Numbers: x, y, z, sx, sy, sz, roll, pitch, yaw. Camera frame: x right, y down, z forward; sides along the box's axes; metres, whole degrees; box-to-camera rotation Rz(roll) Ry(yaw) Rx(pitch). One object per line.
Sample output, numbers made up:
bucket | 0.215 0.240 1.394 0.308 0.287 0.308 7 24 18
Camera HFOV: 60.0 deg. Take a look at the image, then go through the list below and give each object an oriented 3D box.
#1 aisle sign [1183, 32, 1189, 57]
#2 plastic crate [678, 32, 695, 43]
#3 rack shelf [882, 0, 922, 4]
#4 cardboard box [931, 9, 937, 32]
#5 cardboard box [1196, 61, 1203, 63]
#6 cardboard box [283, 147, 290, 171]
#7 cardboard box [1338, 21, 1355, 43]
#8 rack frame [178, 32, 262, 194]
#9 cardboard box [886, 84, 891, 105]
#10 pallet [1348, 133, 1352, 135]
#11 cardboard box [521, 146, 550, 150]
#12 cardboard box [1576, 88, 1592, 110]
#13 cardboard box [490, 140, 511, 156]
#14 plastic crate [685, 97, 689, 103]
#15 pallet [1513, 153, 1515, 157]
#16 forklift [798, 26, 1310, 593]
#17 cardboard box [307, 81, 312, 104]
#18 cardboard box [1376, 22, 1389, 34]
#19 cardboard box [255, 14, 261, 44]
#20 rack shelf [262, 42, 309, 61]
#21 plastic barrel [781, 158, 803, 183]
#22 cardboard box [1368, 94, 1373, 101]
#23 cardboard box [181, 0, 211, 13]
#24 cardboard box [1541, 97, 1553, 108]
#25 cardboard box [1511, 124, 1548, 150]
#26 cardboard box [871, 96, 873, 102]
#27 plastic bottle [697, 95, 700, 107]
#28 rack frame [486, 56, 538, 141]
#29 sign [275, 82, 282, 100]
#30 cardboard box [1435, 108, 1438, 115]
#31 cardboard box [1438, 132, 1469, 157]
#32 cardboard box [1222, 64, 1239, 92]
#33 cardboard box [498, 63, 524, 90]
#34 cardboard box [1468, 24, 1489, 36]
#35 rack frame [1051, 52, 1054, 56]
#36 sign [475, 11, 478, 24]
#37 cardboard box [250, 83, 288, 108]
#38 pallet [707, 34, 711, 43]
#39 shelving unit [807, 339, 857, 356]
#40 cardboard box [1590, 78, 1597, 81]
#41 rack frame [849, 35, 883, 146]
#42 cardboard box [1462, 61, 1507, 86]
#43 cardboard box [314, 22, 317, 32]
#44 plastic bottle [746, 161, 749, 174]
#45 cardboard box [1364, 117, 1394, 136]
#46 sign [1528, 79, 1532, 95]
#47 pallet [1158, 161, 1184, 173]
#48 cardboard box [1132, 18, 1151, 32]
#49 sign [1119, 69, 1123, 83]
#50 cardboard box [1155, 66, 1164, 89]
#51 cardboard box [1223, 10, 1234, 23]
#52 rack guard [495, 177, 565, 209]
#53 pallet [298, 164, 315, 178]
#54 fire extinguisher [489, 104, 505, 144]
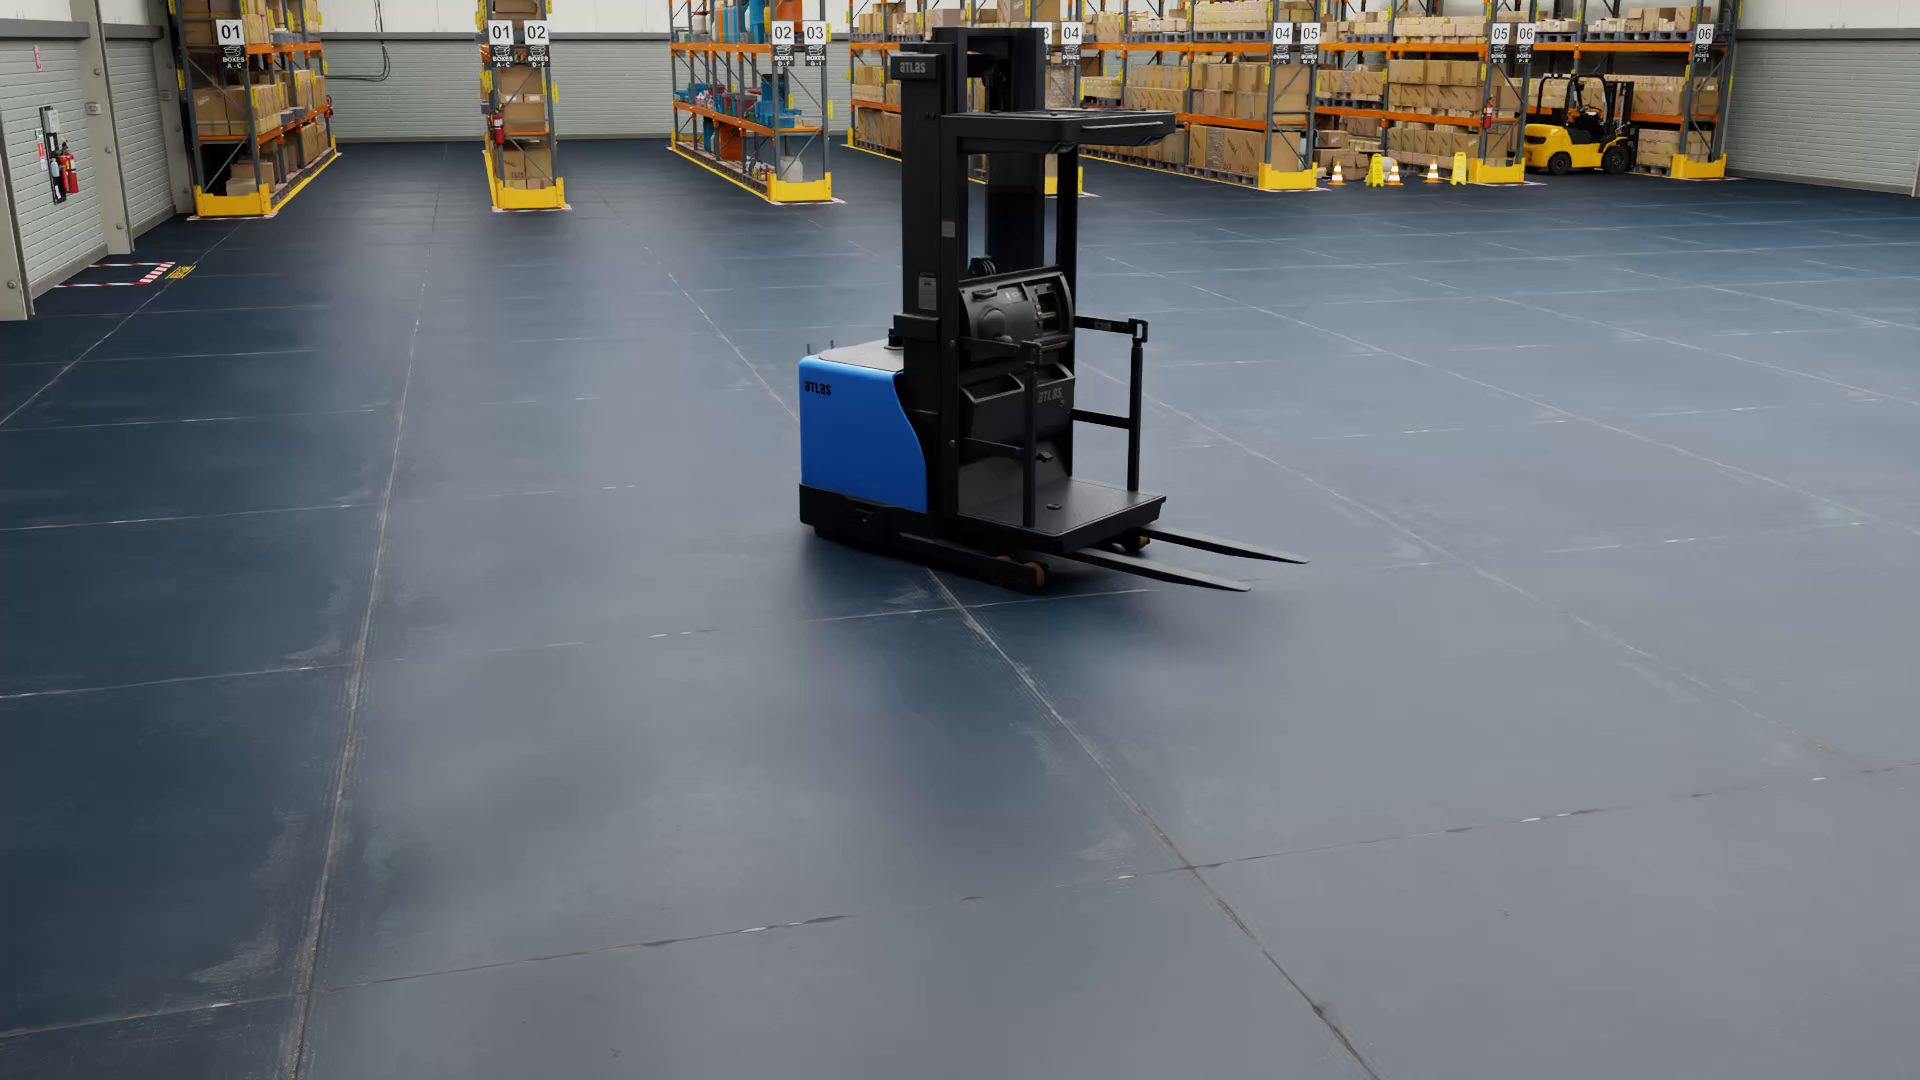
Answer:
aisle sign | 6.650 -14.654 49.003 0.394 0.787 0.004 -5 17 -15
plastic crate | -7.030 -12.979 42.939 0.437 0.282 0.530 -5 17 -15
rack shelf | -0.931 -13.306 40.552 1.077 0.370 4.000 -5 17 -15
cardboard box | -0.363 -11.849 37.926 0.500 0.500 0.500 -5 17 -15
cardboard box | 7.105 -13.499 47.766 0.500 0.500 0.500 -5 17 -16
cardboard box | -14.391 -7.908 34.643 0.700 0.500 0.500 -5 17 -15
cardboard box | 9.594 -12.265 40.177 0.797 0.503 0.637 -5 17 -15
rack frame | -12.470 -7.028 28.134 1.000 3.000 0.127 -5 17 -15
cardboard box | -1.594 -11.423 42.592 0.500 0.500 0.500 -5 17 -15
pallet | 11.961 -12.228 50.295 1.003 0.211 1.213 -5 17 -15
cardboard box | -7.931 -7.105 31.138 0.500 0.500 0.500 -5 17 -15
cardboard box | 14.889 -10.391 39.155 0.500 0.500 0.500 -5 17 -17
cardboard box | -10.045 -8.618 36.503 0.500 0.311 0.500 -4 17 -13
plastic crate | -6.808 -11.316 42.783 0.437 0.125 0.590 -5 17 -15
pallet | 14.108 -10.026 42.963 1.003 0.211 1.213 -5 17 -15
forklift | 0.483 -1.287 9.143 3.031 2.935 1.130 14 21 38
cardboard box | -15.249 -10.299 38.299 0.500 0.500 0.500 -5 17 -15
cardboard box | 9.947 -11.809 38.366 0.500 0.250 0.500 -5 17 -16
cardboard box | -12.749 -9.075 29.528 0.500 0.500 0.500 -4 17 -12
rack shelf | -15.219 -10.886 37.015 1.077 0.370 4.000 -5 17 -15
plastic barrel | -3.199 -6.997 31.625 0.421 0.512 0.421 0 17 0
cardboard box | 9.784 -10.368 38.962 0.380 0.149 0.250 -5 17 -17
cardboard box | -12.840 -9.099 27.870 0.500 0.500 0.500 -4 17 -13
cardboard box | 14.485 -10.672 40.525 0.500 0.250 0.500 -5 17 -16
cardboard box | 14.450 -10.116 41.814 0.875 0.625 0.625 -5 18 -18
cardboard box | -2.162 -11.745 44.274 0.380 0.149 0.250 -4 17 -14
plastic bottle | -6.381 -10.812 40.946 0.152 0.276 0.135 -5 17 -15
rack frame | -9.907 -9.633 36.808 1.000 3.000 0.127 -5 17 -15
sign | -13.050 -8.594 31.843 0.100 0.325 0.005 -5 17 -15
cardboard box | 10.636 -9.377 36.391 0.380 0.149 0.250 -5 17 -15
cardboard box | 10.728 -8.575 36.030 0.500 0.500 0.500 -4 17 -13
cardboard box | 6.016 -9.708 34.920 0.875 0.550 0.500 -5 17 -15
cardboard box | -8.403 -8.796 31.591 0.700 0.500 0.500 -5 17 -15
cardboard box | 10.946 -10.614 34.601 0.500 0.250 0.500 -5 17 -16
rack frame | 2.217 -12.993 47.991 1.000 3.000 0.127 -5 17 -15
sign | -12.627 -13.658 43.475 0.100 0.325 0.005 -5 17 -15
cardboard box | -14.350 -9.218 34.486 0.700 0.500 0.500 -6 18 -20
pallet | -5.259 -11.589 38.434 1.003 0.211 1.213 -5 17 -15
shelving unit | -0.779 -0.719 10.499 0.215 1.050 0.252 -15 21 -38
cardboard box | 14.996 -10.812 38.912 0.380 0.149 0.250 -4 17 -14
rack frame | -2.580 -12.628 46.779 1.000 3.000 0.127 -5 17 -15
cardboard box | 10.996 -9.779 34.866 0.700 0.500 0.500 -5 17 -17
cardboard box | -16.267 -12.742 41.300 0.500 0.250 0.500 -5 18 -17
plastic bottle | -4.378 -7.699 34.346 0.097 0.271 0.097 0 17 0
cardboard box | 12.280 -12.106 48.655 0.700 0.500 0.500 -5 18 -17
sign | 11.868 -9.444 34.672 0.100 0.325 0.005 -5 17 -15
pallet | 5.230 -8.545 38.033 1.003 0.211 1.213 -5 17 -15
cardboard box | 4.403 -12.205 39.407 0.500 0.311 0.500 -5 17 -15
sign | 3.897 -11.251 40.318 0.100 0.325 0.005 -5 17 -15
cardboard box | 4.954 -10.759 38.643 0.700 0.500 0.500 -5 17 -16
cardboard box | 5.799 -10.853 34.495 0.500 0.250 0.500 -5 17 -15
rack guard | -7.702 -6.217 29.779 1.175 0.500 0.348 -5 17 -15
pallet | -14.813 -8.129 36.648 1.003 0.211 1.213 -5 17 -15
fire extinguisher | -8.123 -7.314 29.222 0.296 0.674 0.183 -5 17 -15
